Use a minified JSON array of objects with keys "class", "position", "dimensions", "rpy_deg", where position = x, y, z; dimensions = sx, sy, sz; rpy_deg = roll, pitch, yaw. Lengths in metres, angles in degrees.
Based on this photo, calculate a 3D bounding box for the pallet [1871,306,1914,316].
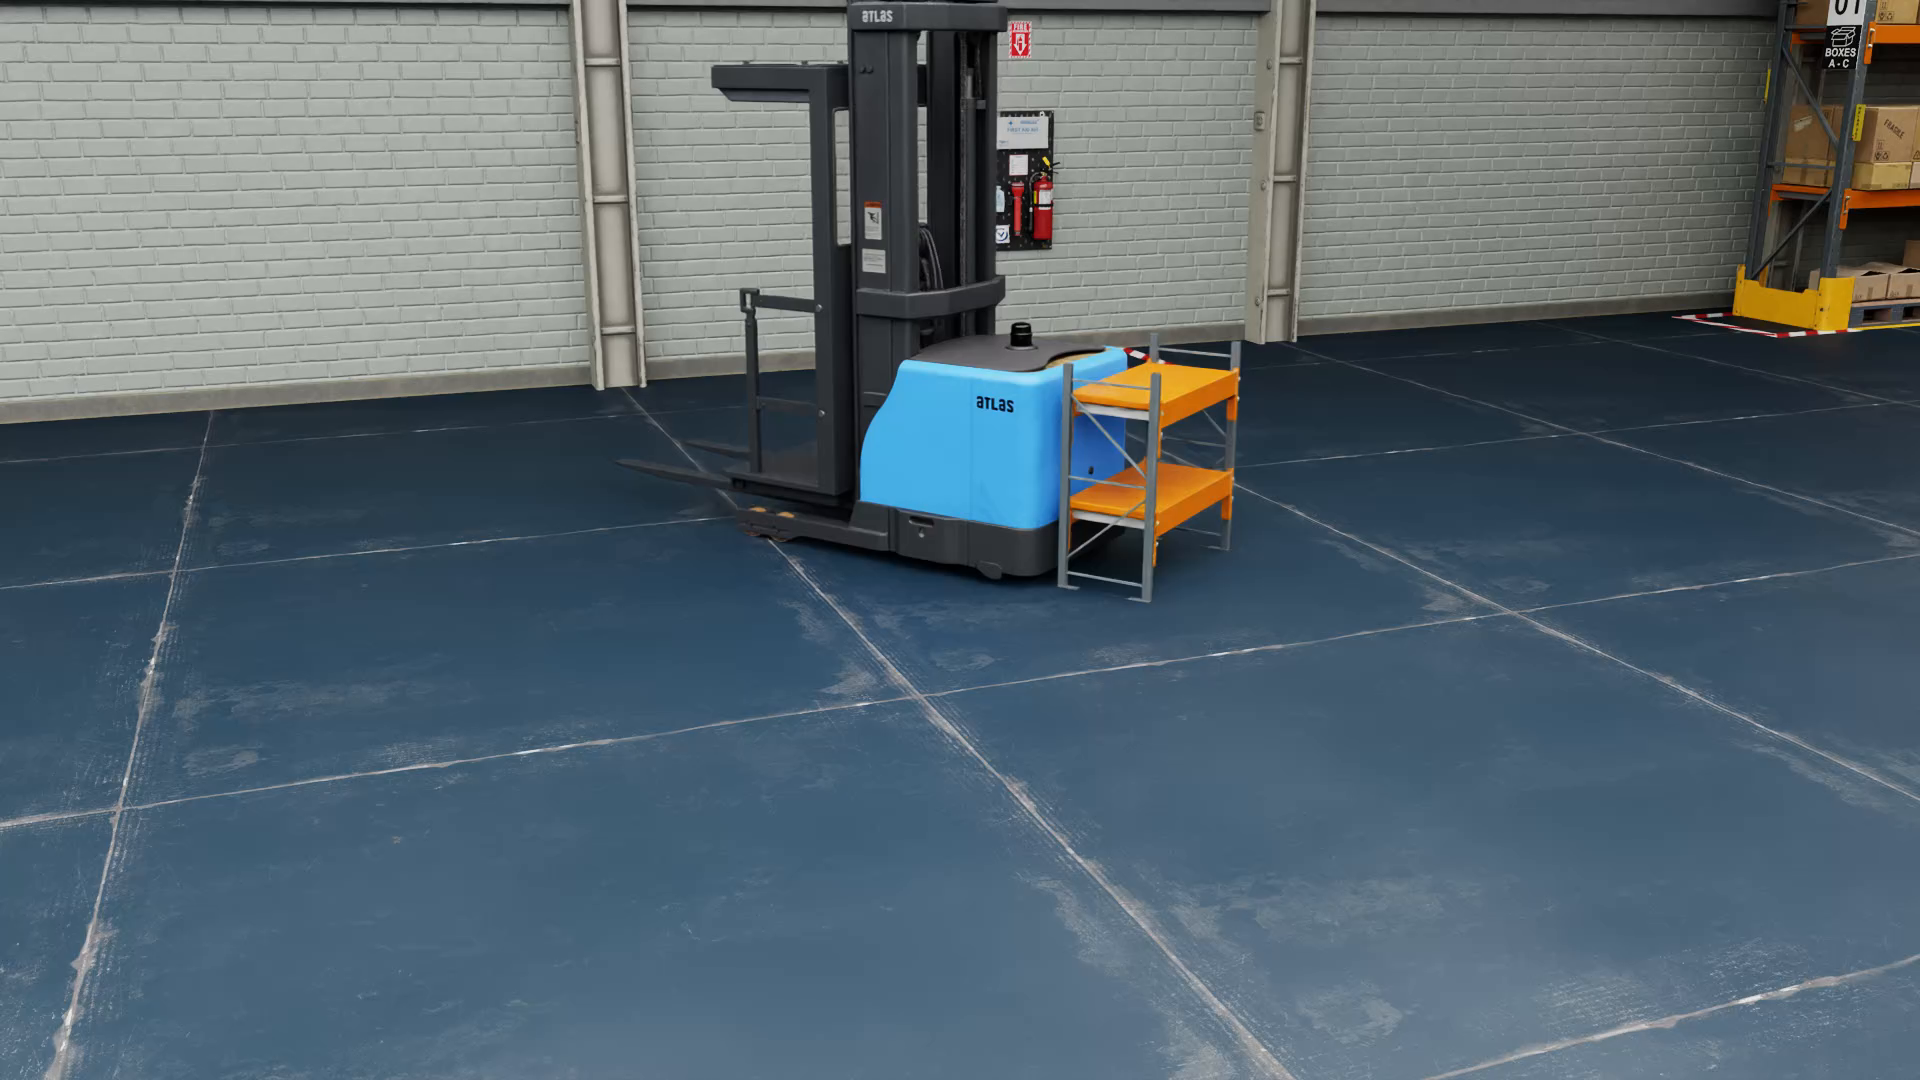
[{"class":"pallet","position":[10.107,-2.458,17.094],"dimensions":[1.213,0.211,1.003],"rpy_deg":[-6,17,-20]}]

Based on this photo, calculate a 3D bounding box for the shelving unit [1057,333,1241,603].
[{"class":"shelving unit","position":[0.970,-0.397,8.444],"dimensions":[0.538,1.125,1.048],"rpy_deg":[10,19,29]}]

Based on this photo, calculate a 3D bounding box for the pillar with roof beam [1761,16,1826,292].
[{"class":"pillar with roof beam","position":[10.012,-5.638,12.326],"dimensions":[0.400,9.000,9.100],"rpy_deg":[-6,17,-20]}]

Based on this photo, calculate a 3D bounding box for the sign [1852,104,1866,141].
[{"class":"sign","position":[8.321,-3.867,15.405],"dimensions":[0.005,0.325,0.100],"rpy_deg":[-6,17,-20]}]

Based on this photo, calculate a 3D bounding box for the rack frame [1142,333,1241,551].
[{"class":"rack frame","position":[1.227,-0.521,8.865],"dimensions":[0.500,1.125,0.032],"rpy_deg":[10,19,29]}]

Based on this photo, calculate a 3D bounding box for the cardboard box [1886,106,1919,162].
[{"class":"cardboard box","position":[9.146,-3.908,15.981],"dimensions":[0.500,0.500,0.500],"rpy_deg":[-6,17,-20]}]

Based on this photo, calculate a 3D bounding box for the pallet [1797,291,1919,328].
[{"class":"pallet","position":[8.969,-2.336,16.679],"dimensions":[1.213,0.211,1.003],"rpy_deg":[-6,17,-20]}]

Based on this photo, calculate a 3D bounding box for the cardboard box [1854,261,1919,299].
[{"class":"cardboard box","position":[9.338,-2.618,16.682],"dimensions":[0.500,0.311,0.500],"rpy_deg":[-5,17,-15]}]

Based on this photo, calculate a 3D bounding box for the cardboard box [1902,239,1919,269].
[{"class":"cardboard box","position":[10.041,-2.770,16.863],"dimensions":[0.500,0.500,0.700],"rpy_deg":[-7,18,-24]}]

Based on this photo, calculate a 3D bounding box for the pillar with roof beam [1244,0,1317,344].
[{"class":"pillar with roof beam","position":[4.409,-5.033,10.266],"dimensions":[0.400,9.000,9.100],"rpy_deg":[-6,17,-20]}]

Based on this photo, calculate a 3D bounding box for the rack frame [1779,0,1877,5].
[{"class":"rack frame","position":[8.127,-6.472,15.168],"dimensions":[0.127,3.000,1.000],"rpy_deg":[-6,17,-20]}]

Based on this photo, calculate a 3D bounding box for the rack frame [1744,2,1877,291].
[{"class":"rack frame","position":[8.127,-3.594,16.013],"dimensions":[0.127,3.000,1.000],"rpy_deg":[-6,17,-20]}]

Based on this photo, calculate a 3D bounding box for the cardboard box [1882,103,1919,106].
[{"class":"cardboard box","position":[9.446,-4.096,16.623],"dimensions":[0.500,0.500,0.500],"rpy_deg":[-7,18,-22]}]

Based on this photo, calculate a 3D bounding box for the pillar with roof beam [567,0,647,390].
[{"class":"pillar with roof beam","position":[-1.194,-4.428,8.206],"dimensions":[0.400,9.000,9.100],"rpy_deg":[-6,17,-20]}]

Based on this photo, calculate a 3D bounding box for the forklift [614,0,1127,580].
[{"class":"forklift","position":[-0.618,-1.504,9.019],"dimensions":[3.031,2.935,1.130],"rpy_deg":[11,19,32]}]

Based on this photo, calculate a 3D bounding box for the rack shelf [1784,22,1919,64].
[{"class":"rack shelf","position":[9.995,-4.890,16.378],"dimensions":[4.000,0.370,1.077],"rpy_deg":[-6,17,-20]}]

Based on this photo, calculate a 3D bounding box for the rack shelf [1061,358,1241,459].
[{"class":"rack shelf","position":[0.973,-0.677,8.360],"dimensions":[0.538,0.278,1.000],"rpy_deg":[10,19,29]}]

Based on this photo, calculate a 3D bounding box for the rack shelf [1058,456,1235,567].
[{"class":"rack shelf","position":[0.968,-0.163,8.514],"dimensions":[0.538,0.278,1.000],"rpy_deg":[10,19,29]}]

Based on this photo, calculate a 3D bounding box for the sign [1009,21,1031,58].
[{"class":"sign","position":[0.504,-4.186,13.914],"dimensions":[0.199,0.298,0.001],"rpy_deg":[-6,17,-20]}]

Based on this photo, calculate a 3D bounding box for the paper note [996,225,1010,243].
[{"class":"paper note","position":[0.357,-2.626,14.279],"dimensions":[0.142,0.148,0.016],"rpy_deg":[-6,17,-20]}]

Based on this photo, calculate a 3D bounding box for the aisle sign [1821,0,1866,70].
[{"class":"aisle sign","position":[8.167,-4.755,15.353],"dimensions":[0.004,0.787,0.394],"rpy_deg":[-6,17,-20]}]

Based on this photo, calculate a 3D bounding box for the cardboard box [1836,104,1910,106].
[{"class":"cardboard box","position":[8.965,-4.043,16.442],"dimensions":[0.500,0.500,0.500],"rpy_deg":[-6,17,-19]}]

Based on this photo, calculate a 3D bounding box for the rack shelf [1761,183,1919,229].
[{"class":"rack shelf","position":[9.995,-3.450,16.801],"dimensions":[4.000,0.370,1.077],"rpy_deg":[-6,17,-20]}]

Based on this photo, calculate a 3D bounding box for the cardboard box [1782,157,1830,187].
[{"class":"cardboard box","position":[8.494,-3.630,16.365],"dimensions":[0.500,0.250,0.500],"rpy_deg":[-6,17,-19]}]

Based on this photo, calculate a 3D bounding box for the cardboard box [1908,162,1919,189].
[{"class":"cardboard box","position":[9.176,-3.553,16.105],"dimensions":[0.500,0.250,0.500],"rpy_deg":[-7,18,-22]}]

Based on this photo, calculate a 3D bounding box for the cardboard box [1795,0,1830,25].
[{"class":"cardboard box","position":[8.426,-5.199,15.944],"dimensions":[0.500,0.500,0.500],"rpy_deg":[-5,17,-16]}]

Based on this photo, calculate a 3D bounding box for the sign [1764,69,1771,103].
[{"class":"sign","position":[7.947,-4.449,16.309],"dimensions":[0.005,0.325,0.100],"rpy_deg":[-6,17,-20]}]

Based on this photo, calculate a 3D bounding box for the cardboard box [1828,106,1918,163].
[{"class":"cardboard box","position":[8.680,-3.860,15.820],"dimensions":[0.500,0.500,0.500],"rpy_deg":[-6,17,-20]}]

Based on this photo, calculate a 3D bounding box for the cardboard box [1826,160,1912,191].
[{"class":"cardboard box","position":[8.696,-3.497,15.914],"dimensions":[0.500,0.250,0.500],"rpy_deg":[-7,18,-22]}]

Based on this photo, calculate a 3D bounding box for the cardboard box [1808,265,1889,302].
[{"class":"cardboard box","position":[8.805,-2.561,16.487],"dimensions":[0.500,0.311,0.500],"rpy_deg":[-8,18,-26]}]

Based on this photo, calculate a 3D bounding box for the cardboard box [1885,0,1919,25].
[{"class":"cardboard box","position":[9.043,-5.103,15.617],"dimensions":[0.500,0.500,0.500],"rpy_deg":[-5,17,-16]}]

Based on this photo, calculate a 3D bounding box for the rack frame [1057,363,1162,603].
[{"class":"rack frame","position":[0.713,-0.273,8.023],"dimensions":[0.500,1.125,0.032],"rpy_deg":[10,19,29]}]

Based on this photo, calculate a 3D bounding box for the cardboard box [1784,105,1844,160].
[{"class":"cardboard box","position":[8.491,-3.995,16.278],"dimensions":[0.500,0.500,0.500],"rpy_deg":[-6,18,-21]}]

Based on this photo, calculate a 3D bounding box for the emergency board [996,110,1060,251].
[{"class":"emergency board","position":[0.547,-3.048,14.154],"dimensions":[0.643,1.169,0.194],"rpy_deg":[-6,17,-20]}]

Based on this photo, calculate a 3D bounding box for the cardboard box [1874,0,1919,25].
[{"class":"cardboard box","position":[8.529,-5.059,15.464],"dimensions":[0.500,0.500,0.500],"rpy_deg":[-6,17,-19]}]

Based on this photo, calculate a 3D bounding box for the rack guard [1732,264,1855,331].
[{"class":"rack guard","position":[8.198,-2.402,16.391],"dimensions":[0.348,0.500,1.175],"rpy_deg":[-6,17,-20]}]
